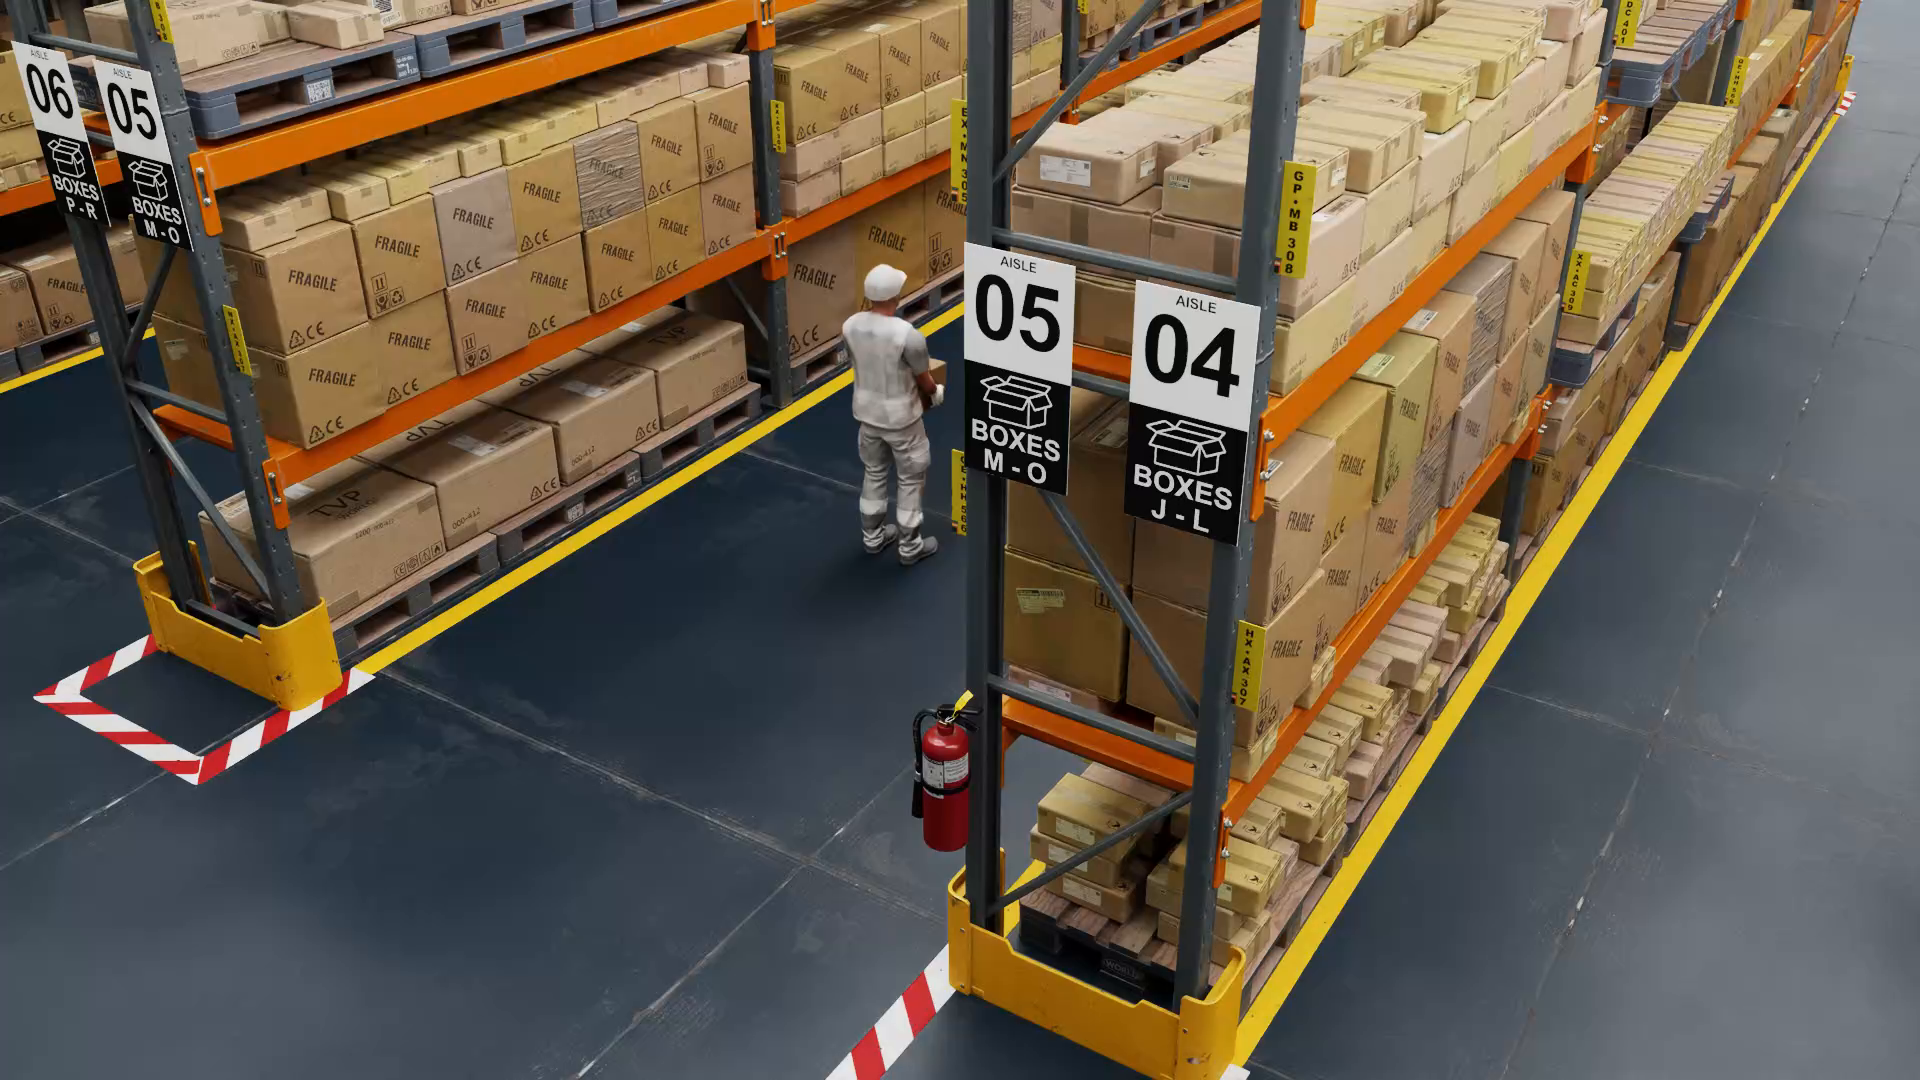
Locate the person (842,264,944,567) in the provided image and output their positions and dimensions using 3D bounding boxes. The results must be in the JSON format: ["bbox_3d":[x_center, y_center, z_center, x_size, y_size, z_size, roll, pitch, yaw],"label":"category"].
[{"bbox_3d":[-0.355,-0.738,9.431,0.524,1.793,0.529,17,34,27],"label":"person"}]
